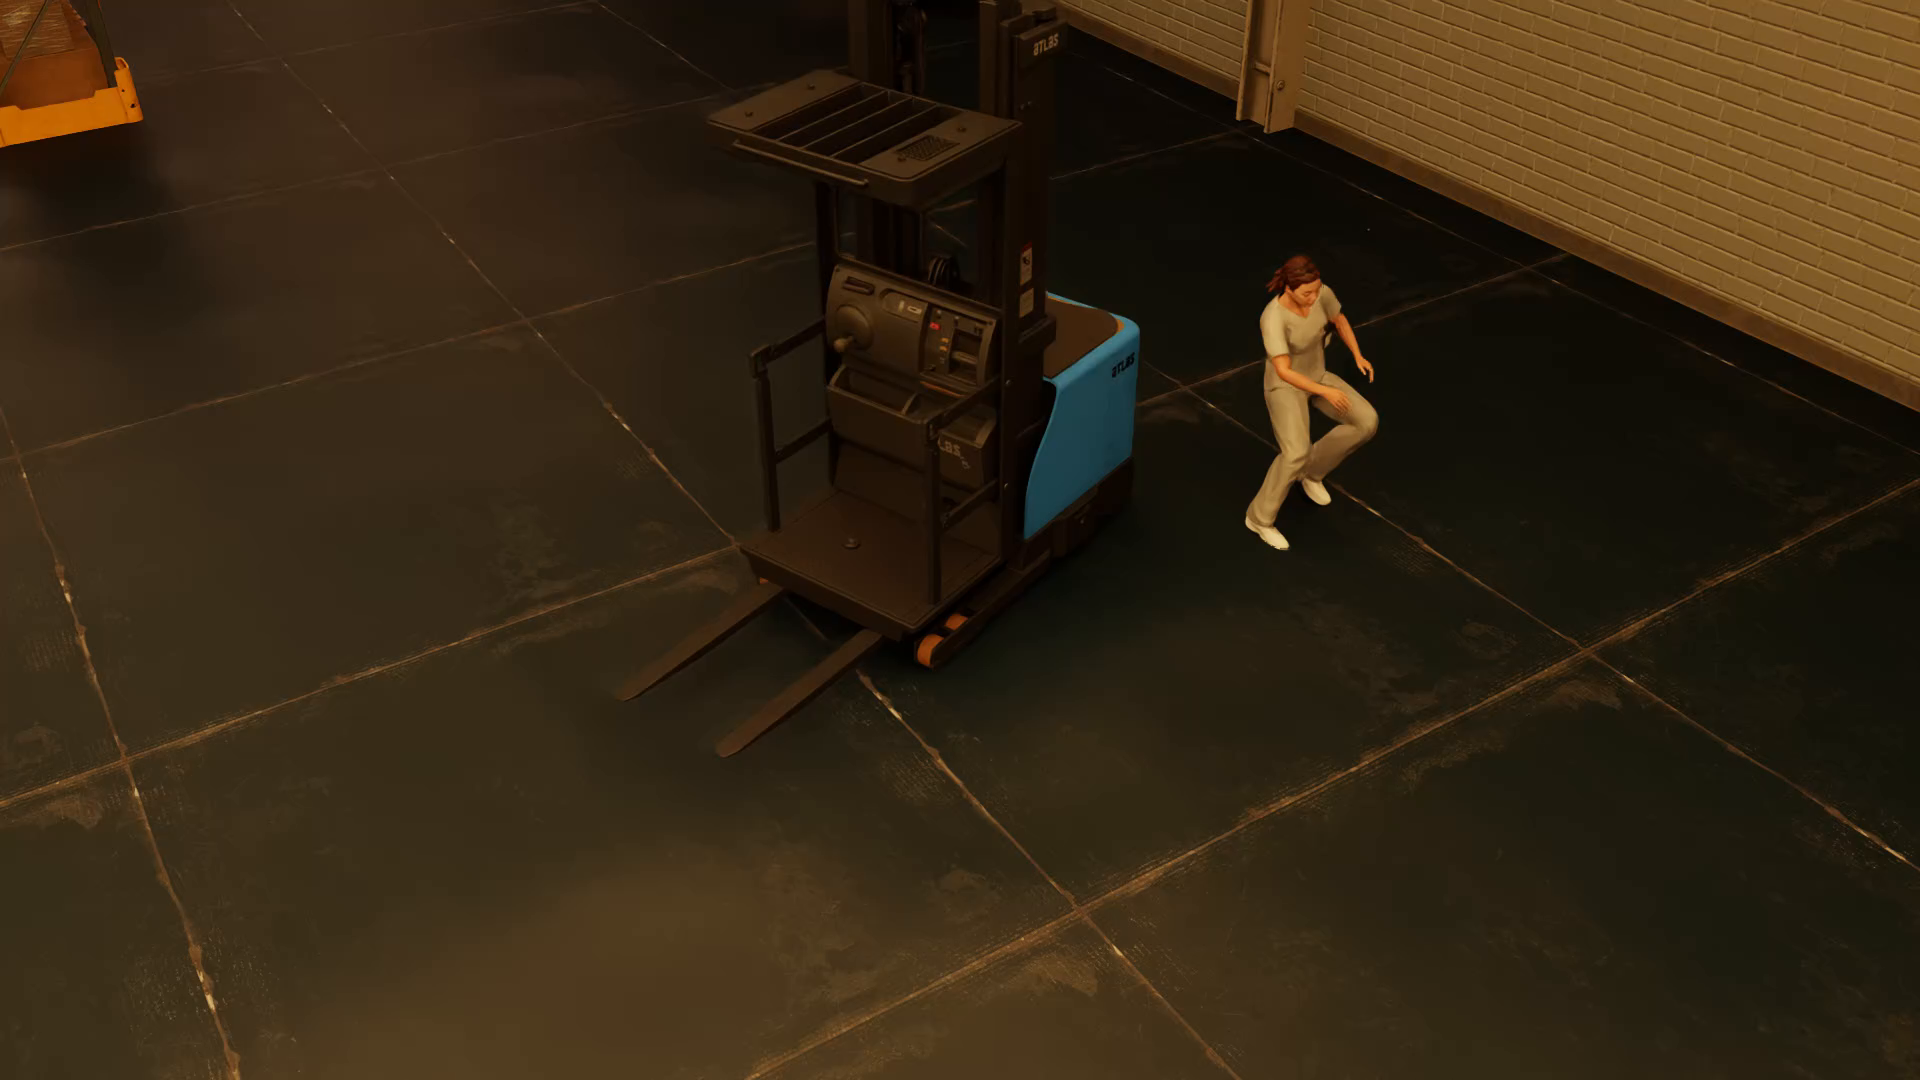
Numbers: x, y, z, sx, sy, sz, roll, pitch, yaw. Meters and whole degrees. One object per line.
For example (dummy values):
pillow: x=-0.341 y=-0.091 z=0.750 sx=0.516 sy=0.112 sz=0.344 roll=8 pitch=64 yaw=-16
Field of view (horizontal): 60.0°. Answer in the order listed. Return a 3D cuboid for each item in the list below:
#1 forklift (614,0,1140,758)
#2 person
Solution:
forklift: x=-0.357 y=-0.911 z=7.444 sx=1.130 sy=2.935 sz=3.031 roll=23 pitch=41 yaw=29
person: x=1.808 y=-0.741 z=8.506 sx=0.719 sy=1.469 sz=0.717 roll=-22 pitch=41 yaw=-28
